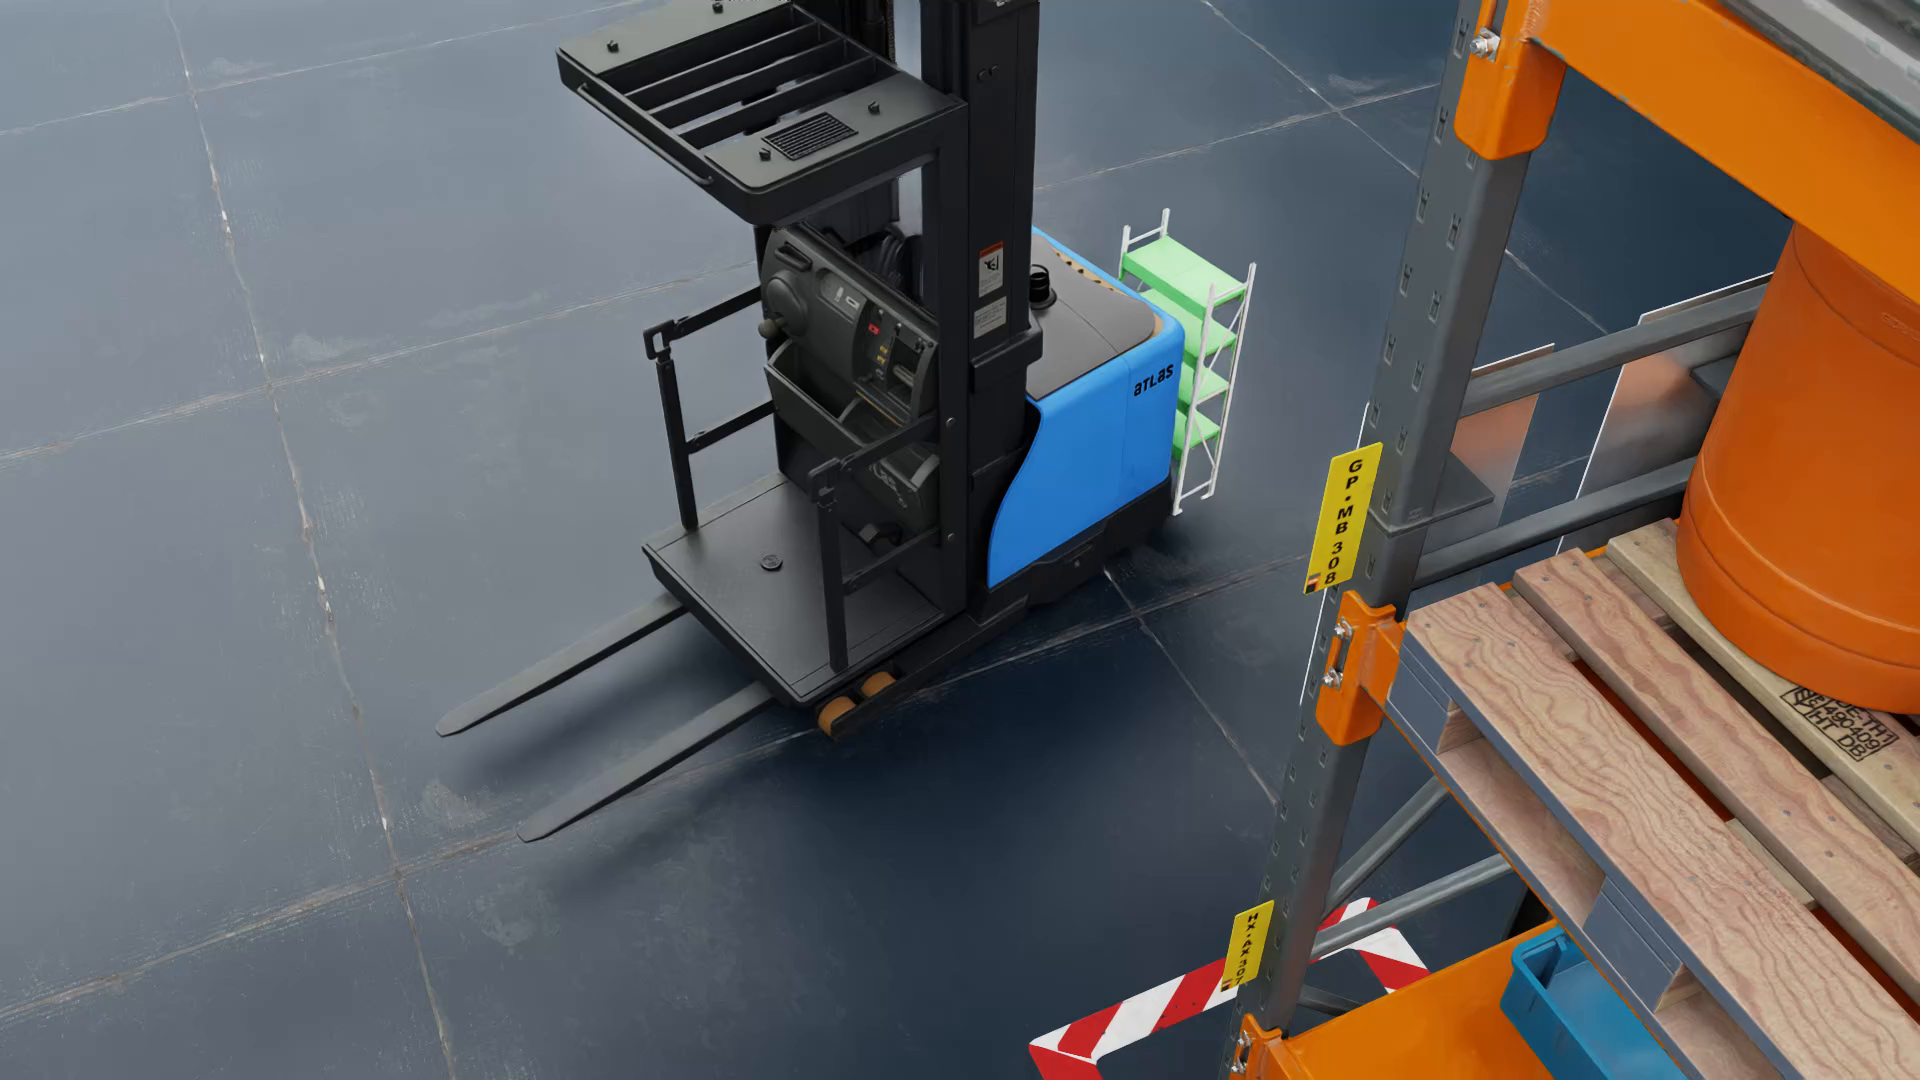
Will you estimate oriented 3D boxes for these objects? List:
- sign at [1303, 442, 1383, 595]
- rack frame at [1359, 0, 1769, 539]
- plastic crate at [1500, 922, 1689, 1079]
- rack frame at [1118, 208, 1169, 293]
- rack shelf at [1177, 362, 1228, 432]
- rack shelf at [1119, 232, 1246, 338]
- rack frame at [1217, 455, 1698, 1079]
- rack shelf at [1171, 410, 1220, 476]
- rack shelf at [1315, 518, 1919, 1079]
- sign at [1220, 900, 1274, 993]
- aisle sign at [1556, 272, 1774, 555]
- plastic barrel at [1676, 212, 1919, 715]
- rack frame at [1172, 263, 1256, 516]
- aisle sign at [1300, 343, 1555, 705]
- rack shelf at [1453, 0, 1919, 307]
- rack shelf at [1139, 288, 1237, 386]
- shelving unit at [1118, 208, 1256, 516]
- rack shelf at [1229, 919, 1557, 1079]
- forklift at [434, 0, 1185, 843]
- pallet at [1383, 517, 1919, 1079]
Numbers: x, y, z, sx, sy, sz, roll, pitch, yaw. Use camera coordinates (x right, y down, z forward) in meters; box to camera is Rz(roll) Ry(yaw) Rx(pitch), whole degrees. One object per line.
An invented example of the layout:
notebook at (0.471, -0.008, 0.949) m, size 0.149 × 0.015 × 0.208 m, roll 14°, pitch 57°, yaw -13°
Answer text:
sign at (0.660, -0.033, 2.875) m, size 0.100 × 0.325 × 0.005 m, roll -18°, pitch 47°, yaw -17°
rack frame at (1.161, -1.257, 1.986) m, size 1.000 × 3.000 × 0.127 m, roll -18°, pitch 47°, yaw -17°
plastic crate at (1.643, 1.162, 3.912) m, size 0.499 × 0.251 × 0.616 m, roll -18°, pitch 47°, yaw -17°
rack frame at (0.734, -0.862, 7.130) m, size 0.240 × 1.200 × 0.015 m, roll -27°, pitch 51°, yaw -29°
rack shelf at (0.884, -0.682, 7.038) m, size 0.258 × 0.148 × 0.480 m, roll -27°, pitch 51°, yaw -29°
rack shelf at (0.902, -1.033, 6.711) m, size 0.258 × 0.148 × 0.480 m, roll -27°, pitch 51°, yaw -29°
rack frame at (1.161, 0.878, 4.093) m, size 1.000 × 3.000 × 0.127 m, roll -18°, pitch 47°, yaw -17°
rack shelf at (0.875, -0.506, 7.201) m, size 0.258 × 0.148 × 0.480 m, roll -27°, pitch 51°, yaw -29°
rack shelf at (2.002, 1.341, 2.001) m, size 1.077 × 0.370 × 4.000 m, roll -18°, pitch 47°, yaw -17°
sign at (0.660, 0.939, 3.834) m, size 0.100 × 0.325 × 0.005 m, roll -18°, pitch 47°, yaw -17°
aisle sign at (1.401, -0.181, 3.315) m, size 0.394 × 0.787 × 0.004 m, roll -18°, pitch 47°, yaw -17°
plastic barrel at (1.481, -0.220, 2.465) m, size 0.600 × 0.830 × 0.708 m, roll -18°, pitch 47°, yaw -17°
rack frame at (1.039, -0.595, 6.859) m, size 0.240 × 1.200 × 0.015 m, roll -27°, pitch 51°, yaw -29°
aisle sign at (0.865, -0.007, 3.139) m, size 0.394 × 0.787 × 0.004 m, roll -18°, pitch 47°, yaw -17°
rack shelf at (2.002, 0.416, 1.088) m, size 1.077 × 0.370 × 4.000 m, roll -18°, pitch 47°, yaw -17°
rack shelf at (0.893, -0.857, 6.874) m, size 0.258 × 0.148 × 0.480 m, roll -27°, pitch 51°, yaw -29°
shelving unit at (0.886, -0.729, 6.994) m, size 0.258 × 1.200 × 0.503 m, roll -27°, pitch 51°, yaw -29°
rack shelf at (2.002, 2.409, 3.054) m, size 1.077 × 0.370 × 4.000 m, roll -18°, pitch 47°, yaw -17°
forklift at (-0.561, -0.703, 5.744) m, size 3.031 × 2.935 × 1.130 m, roll -31°, pitch 52°, yaw -27°
pallet at (1.420, 0.434, 2.542) m, size 1.003 × 0.211 × 1.213 m, roll -18°, pitch 47°, yaw -17°
